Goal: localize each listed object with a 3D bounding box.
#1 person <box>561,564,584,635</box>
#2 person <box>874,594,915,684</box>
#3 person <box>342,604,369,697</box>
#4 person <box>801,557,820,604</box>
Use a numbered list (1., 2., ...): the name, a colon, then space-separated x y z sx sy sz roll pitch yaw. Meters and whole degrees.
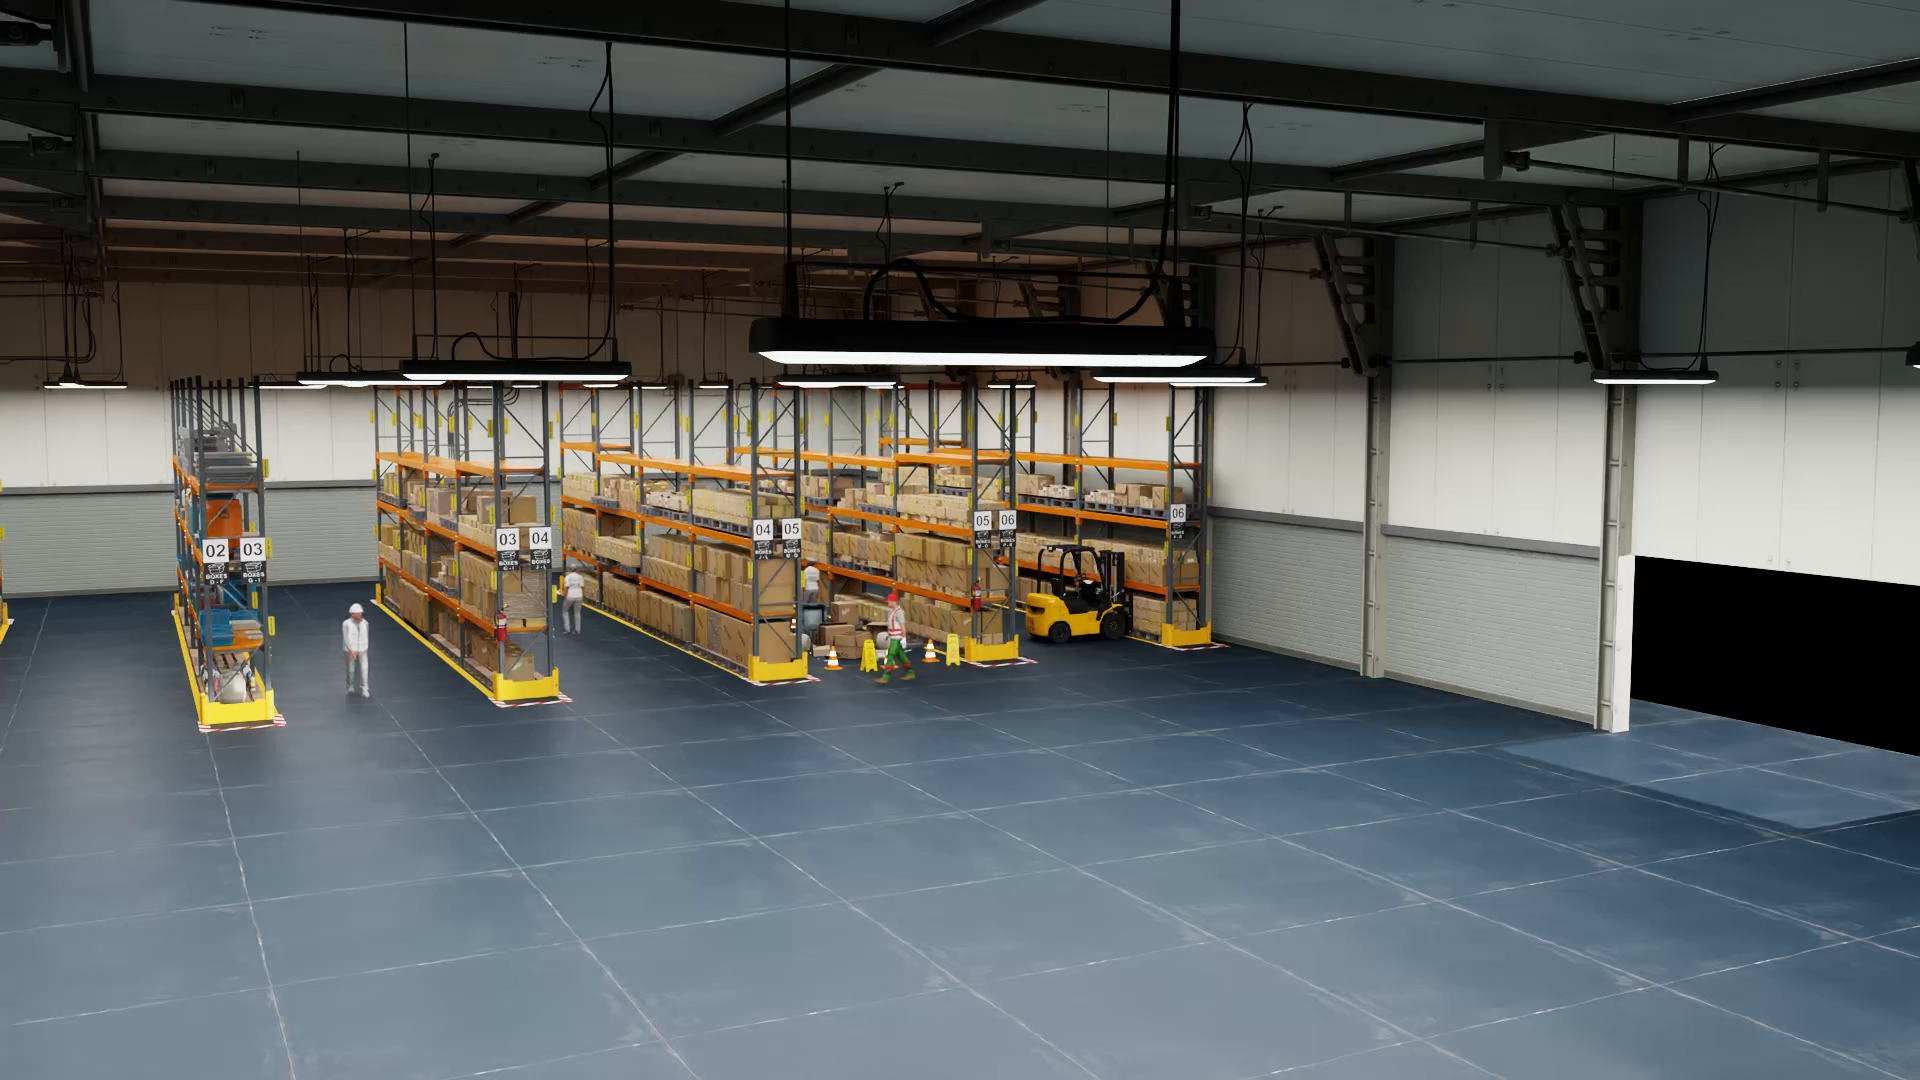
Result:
1. person: -9.149 1.424 39.323 0.558 1.710 0.429 -3 6 -32
2. person: -1.303 1.937 32.791 0.911 1.753 0.566 -2 5 -18
3. person: -11.362 2.063 31.355 0.524 1.717 0.967 -4 6 -36
4. person: -3.660 1.260 40.750 0.481 1.670 0.417 -4 6 -35
